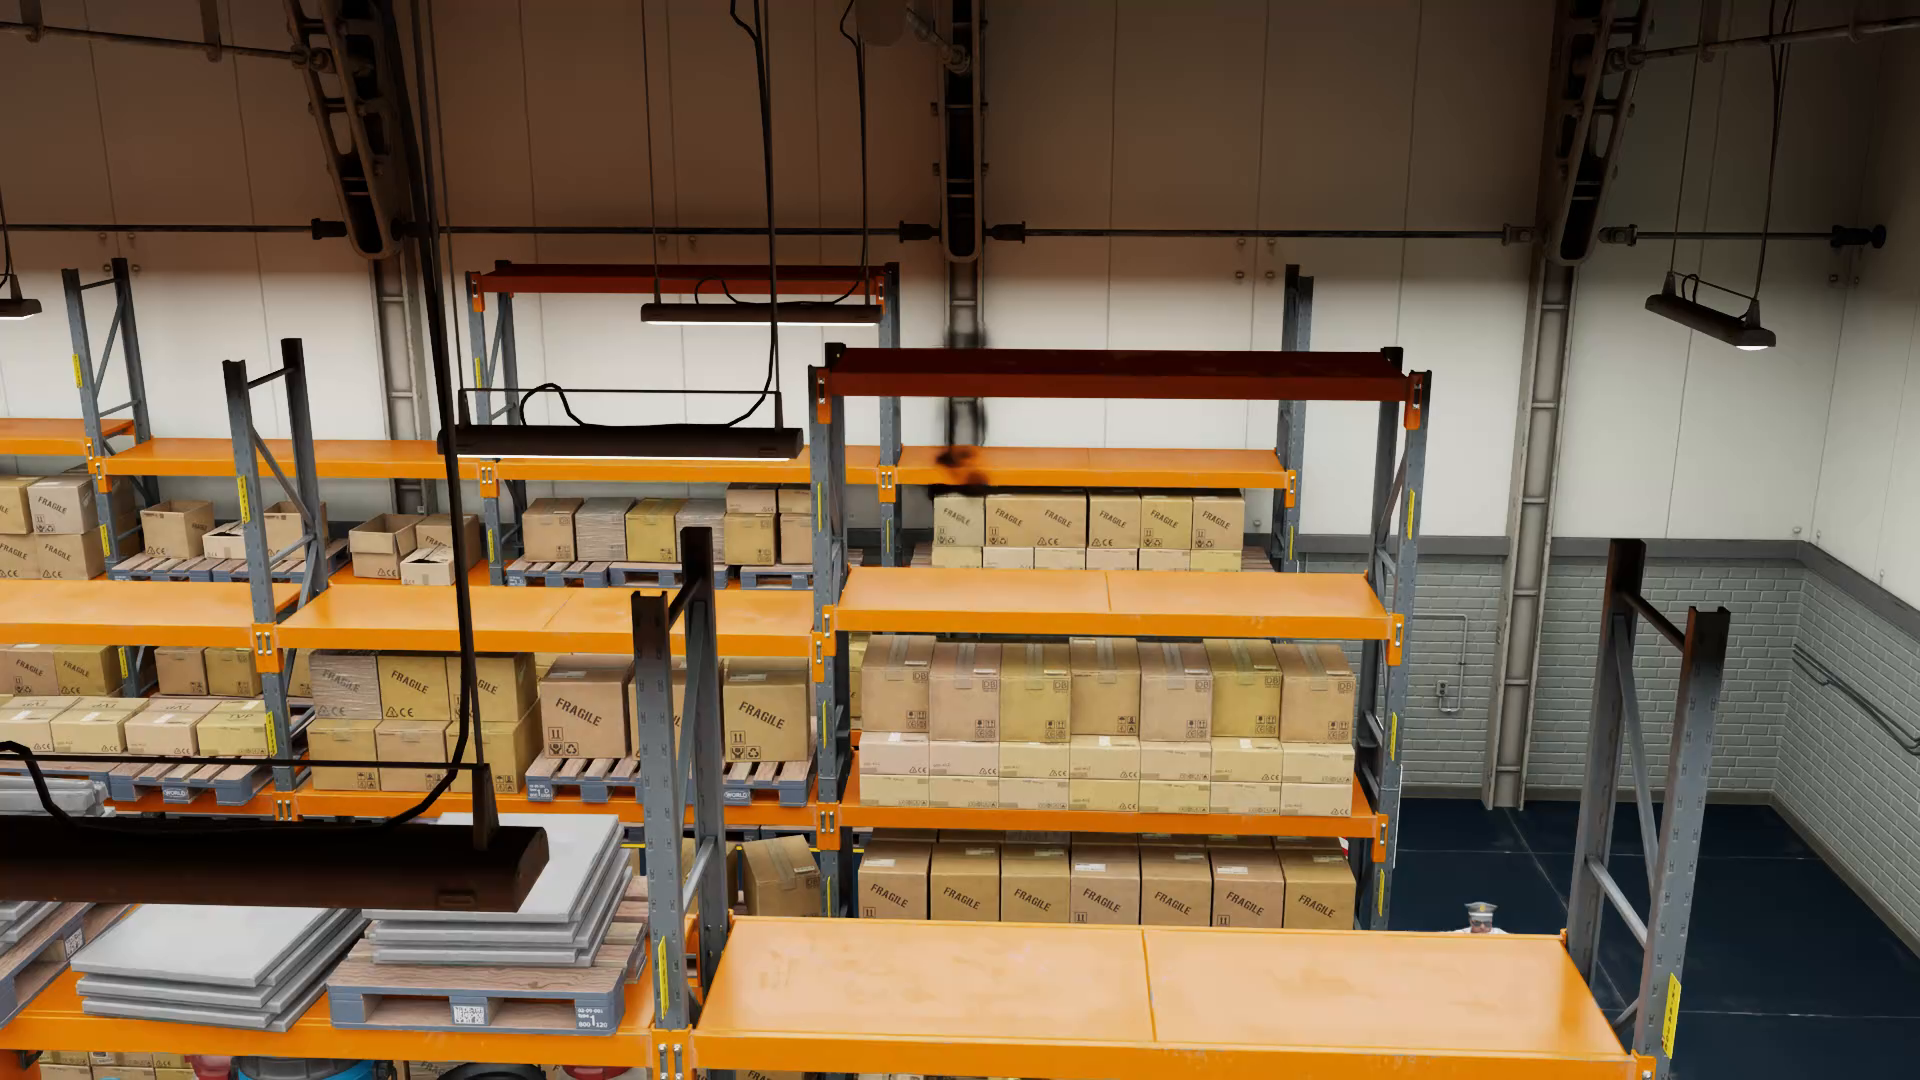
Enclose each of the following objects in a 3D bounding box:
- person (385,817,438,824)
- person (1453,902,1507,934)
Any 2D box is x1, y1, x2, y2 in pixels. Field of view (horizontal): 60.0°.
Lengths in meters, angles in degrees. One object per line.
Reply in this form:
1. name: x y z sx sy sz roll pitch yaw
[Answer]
1. person: -5.009 2.904 15.777 0.891 1.627 0.598 -1 16 -4
2. person: 4.031 3.600 13.075 0.699 1.797 0.889 1 16 4
